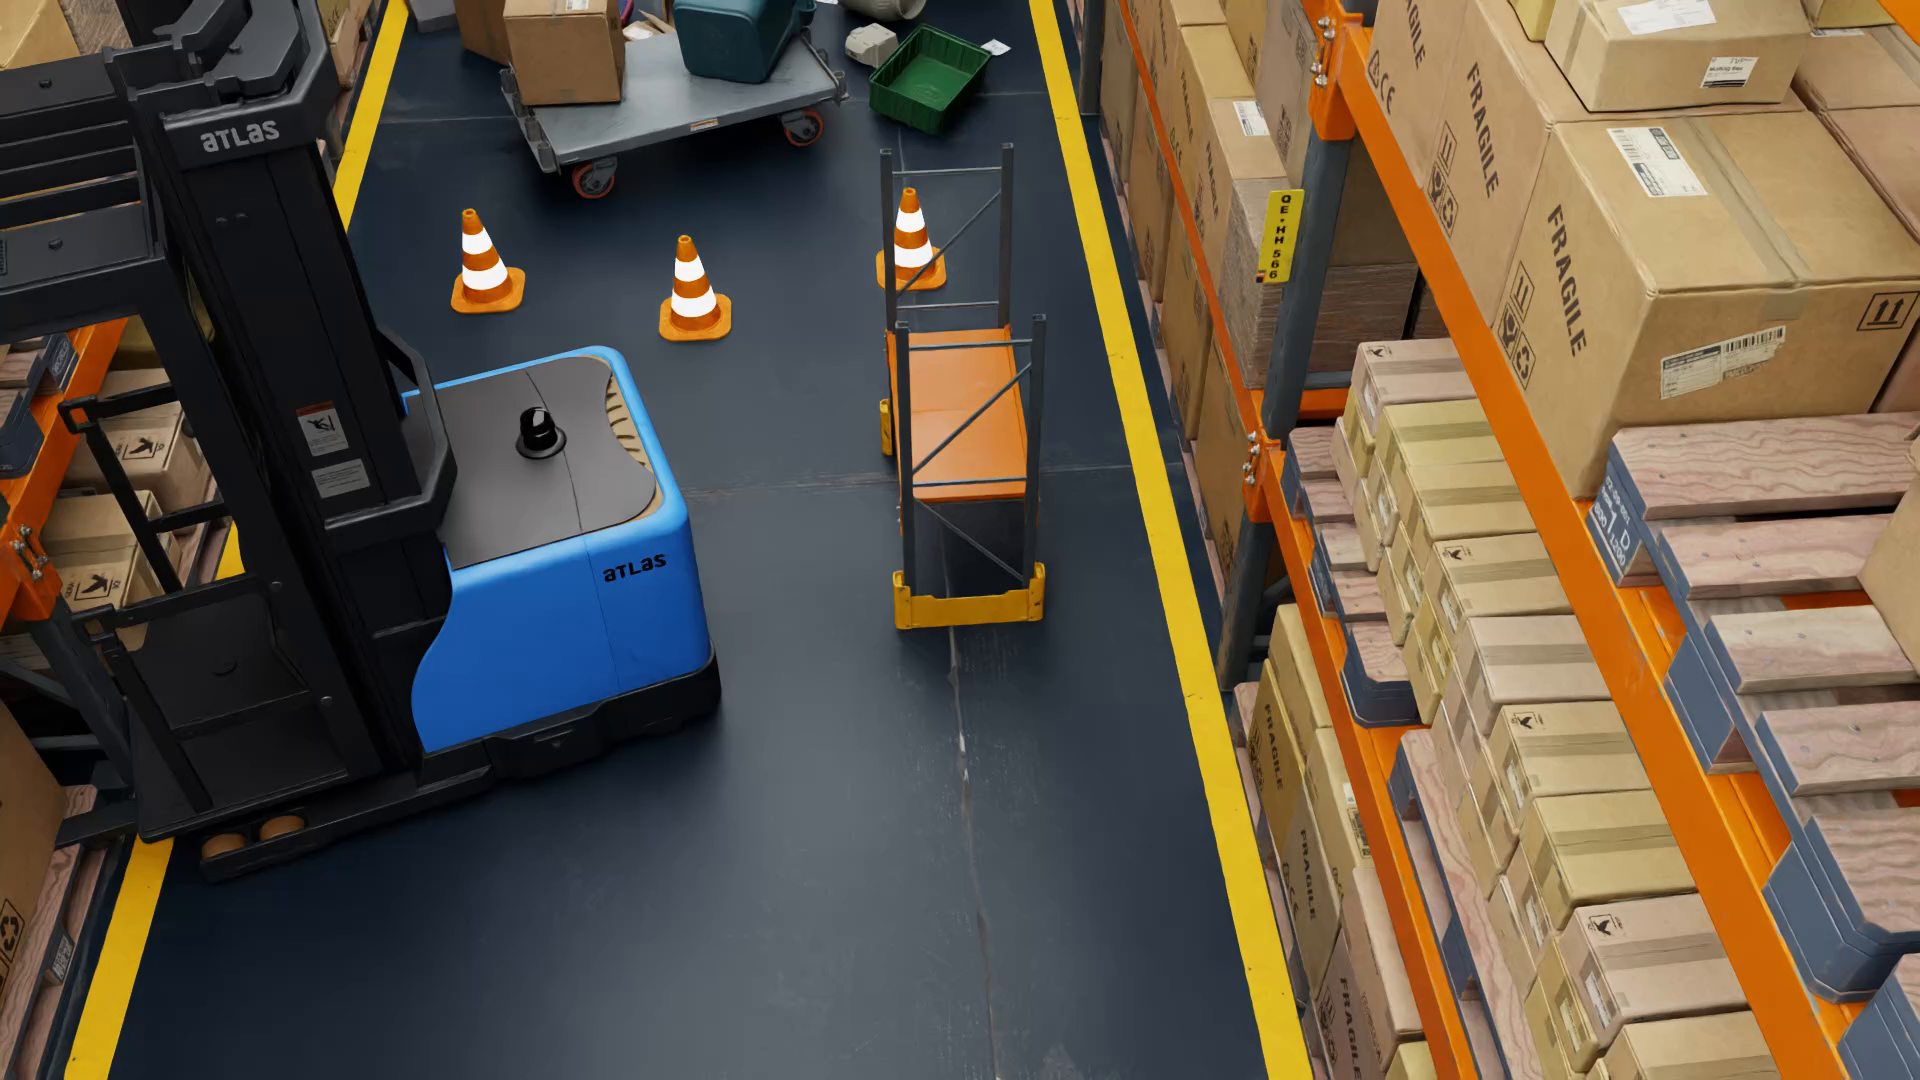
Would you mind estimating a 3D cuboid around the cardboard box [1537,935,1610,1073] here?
[{"bbox_3d":[1.478,0.982,3.570,0.380,0.149,0.250,-3,47,-3],"label":"cardboard box"}]

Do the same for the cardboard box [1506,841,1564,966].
[{"bbox_3d":[1.463,0.806,3.736,0.380,0.149,0.250,-2,47,-2],"label":"cardboard box"}]

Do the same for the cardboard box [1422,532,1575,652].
[{"bbox_3d":[1.396,0.125,4.177,0.380,0.149,0.250,-5,47,-5],"label":"cardboard box"}]

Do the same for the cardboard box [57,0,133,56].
[{"bbox_3d":[-3.380,-1.892,6.049,0.500,0.500,0.500,-5,47,-5],"label":"cardboard box"}]

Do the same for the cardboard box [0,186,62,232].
[{"bbox_3d":[-3.295,-1.146,5.343,0.500,0.500,0.500,-1,47,-1],"label":"cardboard box"}]

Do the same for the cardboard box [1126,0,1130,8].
[{"bbox_3d":[0.971,-2.689,7.298,0.500,0.500,0.500,-3,47,-3],"label":"cardboard box"}]

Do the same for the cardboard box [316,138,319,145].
[{"bbox_3d":[-3.726,-1.904,8.145,0.950,0.372,0.625,-3,47,-3],"label":"cardboard box"}]

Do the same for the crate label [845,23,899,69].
[{"bbox_3d":[-0.500,-2.819,9.462,0.298,0.136,0.250,-36,56,-29],"label":"crate label"}]

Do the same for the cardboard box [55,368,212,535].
[{"bbox_3d":[-3.544,-0.332,6.656,0.950,0.372,0.625,-4,47,-4],"label":"cardboard box"}]

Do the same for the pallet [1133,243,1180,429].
[{"bbox_3d":[1.397,-1.019,7.706,1.003,0.211,1.213,-3,47,-3],"label":"pallet"}]

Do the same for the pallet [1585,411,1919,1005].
[{"bbox_3d":[1.787,0.201,2.693,1.213,0.211,1.003,-3,47,-3],"label":"pallet"}]

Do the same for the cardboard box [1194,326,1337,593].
[{"bbox_3d":[1.526,-0.339,6.402,1.050,0.750,0.750,-4,47,-4],"label":"cardboard box"}]

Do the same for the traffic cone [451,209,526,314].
[{"bbox_3d":[-2.273,-1.358,7.854,0.336,0.463,0.334,-3,47,-3],"label":"traffic cone"}]

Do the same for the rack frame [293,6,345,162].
[{"bbox_3d":[-3.772,-3.043,7.702,1.000,3.000,0.127,-3,47,-3],"label":"rack frame"}]

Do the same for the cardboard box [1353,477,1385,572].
[{"bbox_3d":[1.346,-0.050,4.752,0.380,0.149,0.250,-1,47,-1],"label":"cardboard box"}]

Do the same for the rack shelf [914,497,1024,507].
[{"bbox_3d":[-0.007,-0.478,6.505,0.416,0.036,0.922,-3,47,-3],"label":"rack shelf"}]

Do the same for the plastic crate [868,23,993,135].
[{"bbox_3d":[-0.168,-2.516,9.100,0.450,0.188,0.662,25,51,9],"label":"plastic crate"}]

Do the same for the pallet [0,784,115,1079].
[{"bbox_3d":[-3.446,1.385,5.429,1.003,0.211,1.213,-3,47,-3],"label":"pallet"}]

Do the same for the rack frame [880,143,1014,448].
[{"bbox_3d":[-0.050,-0.945,6.749,0.500,1.500,0.032,-3,47,-3],"label":"rack frame"}]

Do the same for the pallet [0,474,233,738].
[{"bbox_3d":[-3.501,0.245,6.509,1.003,0.211,1.213,-3,47,-3],"label":"pallet"}]

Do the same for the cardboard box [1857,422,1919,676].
[{"bbox_3d":[1.824,0.035,2.362,0.797,0.503,0.637,-4,47,-4],"label":"cardboard box"}]

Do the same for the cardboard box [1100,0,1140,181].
[{"bbox_3d":[1.294,-2.344,8.301,1.050,0.750,0.750,-4,47,-3],"label":"cardboard box"}]

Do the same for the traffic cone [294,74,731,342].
[{"bbox_3d":[-2.661,-2.436,7.260,3.046,2.808,1.723,-3,47,-3],"label":"traffic cone"}]

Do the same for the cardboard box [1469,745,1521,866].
[{"bbox_3d":[1.437,0.611,3.921,0.380,0.149,0.250,-4,47,-4],"label":"cardboard box"}]

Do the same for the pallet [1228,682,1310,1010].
[{"bbox_3d":[1.551,1.002,5.792,1.003,0.211,1.213,-3,47,-3],"label":"pallet"}]

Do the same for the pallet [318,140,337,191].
[{"bbox_3d":[-3.705,-1.521,8.181,1.003,0.211,1.213,-3,47,-3],"label":"pallet"}]

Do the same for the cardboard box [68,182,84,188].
[{"bbox_3d":[-3.347,-1.230,5.870,0.380,0.149,0.250,-1,47,-1],"label":"cardboard box"}]

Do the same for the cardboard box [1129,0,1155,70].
[{"bbox_3d":[1.010,-2.327,6.956,0.500,0.500,0.500,-4,47,-4],"label":"cardboard box"}]

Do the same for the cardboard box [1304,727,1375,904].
[{"bbox_3d":[1.346,0.815,4.964,0.500,0.250,0.500,-4,47,-4],"label":"cardboard box"}]

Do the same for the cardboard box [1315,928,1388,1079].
[{"bbox_3d":[1.385,1.454,4.875,0.500,0.500,0.500,-5,47,-4],"label":"cardboard box"}]

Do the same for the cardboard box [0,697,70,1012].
[{"bbox_3d":[-3.462,0.942,5.102,0.875,0.875,0.875,-4,47,-4],"label":"cardboard box"}]

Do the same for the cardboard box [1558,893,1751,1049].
[{"bbox_3d":[1.486,0.887,3.454,0.380,0.149,0.250,-5,47,-5],"label":"cardboard box"}]

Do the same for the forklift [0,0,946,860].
[{"bbox_3d":[-1.889,-1.005,5.820,4.859,2.935,2.543,-17,49,-15],"label":"forklift"}]

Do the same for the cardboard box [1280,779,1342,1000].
[{"bbox_3d":[1.338,1.083,5.227,0.500,0.500,0.500,-3,47,-3],"label":"cardboard box"}]

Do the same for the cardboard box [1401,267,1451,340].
[{"bbox_3d":[1.719,-0.898,5.602,0.500,0.500,0.500,-3,47,-3],"label":"cardboard box"}]

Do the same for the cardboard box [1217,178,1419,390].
[{"bbox_3d":[1.182,-0.867,5.572,0.500,0.500,0.500,-3,47,-3],"label":"cardboard box"}]

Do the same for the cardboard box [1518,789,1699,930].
[{"bbox_3d":[1.462,0.693,3.639,0.380,0.149,0.250,-4,47,-4],"label":"cardboard box"}]

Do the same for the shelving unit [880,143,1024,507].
[{"bbox_3d":[-0.010,-0.600,6.422,0.500,1.500,0.985,-3,47,-3],"label":"shelving unit"}]

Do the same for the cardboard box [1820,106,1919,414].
[{"bbox_3d":[1.881,-0.468,3.129,0.500,0.500,0.500,-3,47,-3],"label":"cardboard box"}]

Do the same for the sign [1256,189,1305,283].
[{"bbox_3d":[0.934,-0.885,4.861,0.100,0.325,0.005,-3,47,-3],"label":"sign"}]

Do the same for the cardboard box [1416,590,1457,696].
[{"bbox_3d":[1.399,0.251,4.262,0.380,0.149,0.250,-3,47,-3],"label":"cardboard box"}]

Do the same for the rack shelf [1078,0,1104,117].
[{"bbox_3d":[8.748,-2.408,7.101,15.905,3.000,4.168,-3,47,-3],"label":"rack shelf"}]

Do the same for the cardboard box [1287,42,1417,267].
[{"bbox_3d":[1.459,-1.226,5.224,0.700,0.500,0.500,-4,47,-4],"label":"cardboard box"}]

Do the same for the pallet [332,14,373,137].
[{"bbox_3d":[-3.863,-2.568,9.173,1.003,0.211,1.213,-3,47,-3],"label":"pallet"}]

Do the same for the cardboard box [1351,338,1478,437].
[{"bbox_3d":[1.333,-0.436,4.707,0.380,0.149,0.250,-3,47,-3],"label":"cardboard box"}]

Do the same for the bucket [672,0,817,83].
[{"bbox_3d":[-1.157,-2.772,8.653,0.726,0.611,0.620,11,58,10],"label":"bucket"}]

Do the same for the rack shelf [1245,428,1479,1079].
[{"bbox_3d":[1.655,1.172,4.206,1.077,0.370,4.000,-3,47,-3],"label":"rack shelf"}]

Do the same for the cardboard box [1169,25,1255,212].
[{"bbox_3d":[1.100,-1.589,6.257,0.500,0.500,0.500,-4,47,-4],"label":"cardboard box"}]
